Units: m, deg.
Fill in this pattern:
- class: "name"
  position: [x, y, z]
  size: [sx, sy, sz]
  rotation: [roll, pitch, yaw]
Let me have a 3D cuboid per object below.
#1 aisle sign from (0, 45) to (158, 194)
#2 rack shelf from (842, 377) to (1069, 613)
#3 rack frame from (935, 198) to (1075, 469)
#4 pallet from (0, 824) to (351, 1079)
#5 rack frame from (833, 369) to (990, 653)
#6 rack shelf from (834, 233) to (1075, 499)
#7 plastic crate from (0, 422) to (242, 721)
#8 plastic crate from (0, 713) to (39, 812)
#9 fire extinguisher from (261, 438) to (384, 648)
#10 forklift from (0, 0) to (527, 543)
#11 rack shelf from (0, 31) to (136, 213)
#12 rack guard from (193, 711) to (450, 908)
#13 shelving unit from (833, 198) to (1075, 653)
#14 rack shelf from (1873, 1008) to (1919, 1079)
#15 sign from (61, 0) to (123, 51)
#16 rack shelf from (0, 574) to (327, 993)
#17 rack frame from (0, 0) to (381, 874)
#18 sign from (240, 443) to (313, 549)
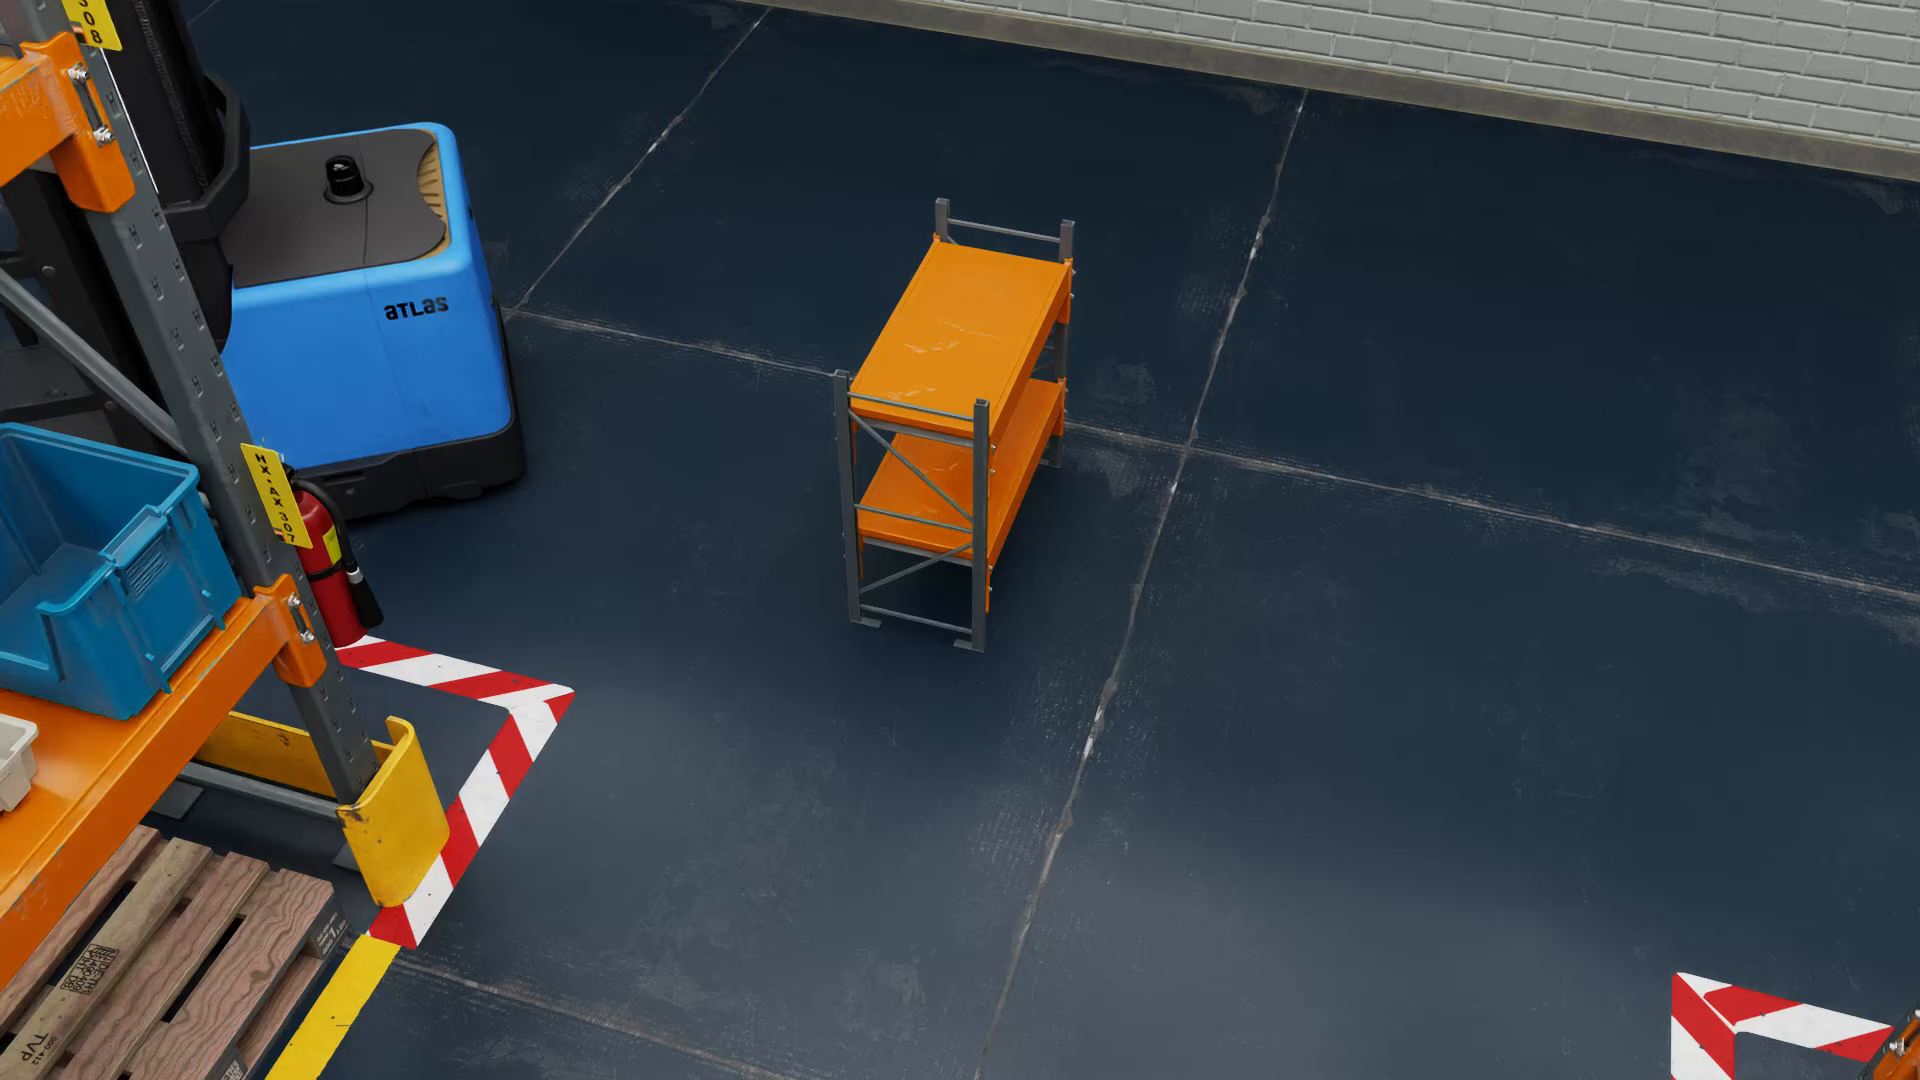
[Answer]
- class: "aisle sign"
  position: [-1.910, -1.068, 3.338]
  size: [0.394, 0.787, 0.004]
  rotation: [13, 46, 13]
- class: "rack shelf"
  position: [0.002, -0.232, 6.032]
  size: [0.538, 0.278, 1.000]
  rotation: [13, 46, 13]
- class: "rack frame"
  position: [0.156, -0.745, 6.207]
  size: [0.500, 1.125, 0.032]
  rotation: [13, 46, 13]
- class: "pallet"
  position: [-2.497, 1.386, 4.683]
  size: [1.003, 0.211, 1.213]
  rotation: [13, 46, 13]
- class: "rack frame"
  position: [-0.152, -0.068, 5.515]
  size: [0.500, 1.125, 0.032]
  rotation: [13, 46, 13]
- class: "rack shelf"
  position: [0.002, -0.616, 5.656]
  size: [0.538, 0.278, 1.000]
  rotation: [13, 46, 13]
- class: "plastic crate"
  position: [-2.134, 0.076, 3.959]
  size: [0.616, 0.435, 0.499]
  rotation: [13, 46, 13]
- class: "plastic crate"
  position: [-2.285, 0.502, 3.738]
  size: [0.396, 0.136, 0.243]
  rotation: [13, 46, 13]
- class: "fire extinguisher"
  position: [-1.732, 0.004, 4.423]
  size: [0.296, 0.674, 0.183]
  rotation: [13, 46, 13]
- class: "forklift"
  position: [-3.256, -1.283, 5.465]
  size: [3.031, 2.935, 1.130]
  rotation: [-12, 46, -12]
- class: "rack shelf"
  position: [-2.816, 0.366, 2.101]
  size: [1.077, 0.370, 4.000]
  rotation: [13, 46, 13]
- class: "rack guard"
  position: [-2.216, 0.722, 5.155]
  size: [1.175, 0.500, 0.348]
  rotation: [13, 46, 13]
- class: "shelving unit"
  position: [0.002, -0.407, 5.861]
  size: [0.538, 1.125, 1.048]
  rotation: [13, 46, 13]
- class: "rack shelf"
  position: [1.904, 2.487, 2.078]
  size: [1.077, 0.370, 4.000]
  rotation: [13, 46, 13]
- class: "sign"
  position: [-1.682, -1.082, 3.141]
  size: [0.100, 0.325, 0.005]
  rotation: [13, 46, 13]
- class: "rack shelf"
  position: [-2.816, 1.438, 3.151]
  size: [1.077, 0.370, 4.000]
  rotation: [13, 46, 13]
- class: "rack frame"
  position: [-2.211, -0.153, 4.261]
  size: [1.000, 3.000, 0.127]
  rotation: [13, 46, 13]
- class: "sign"
  position: [-1.682, -0.105, 4.096]
  size: [0.100, 0.325, 0.005]
  rotation: [13, 46, 13]
